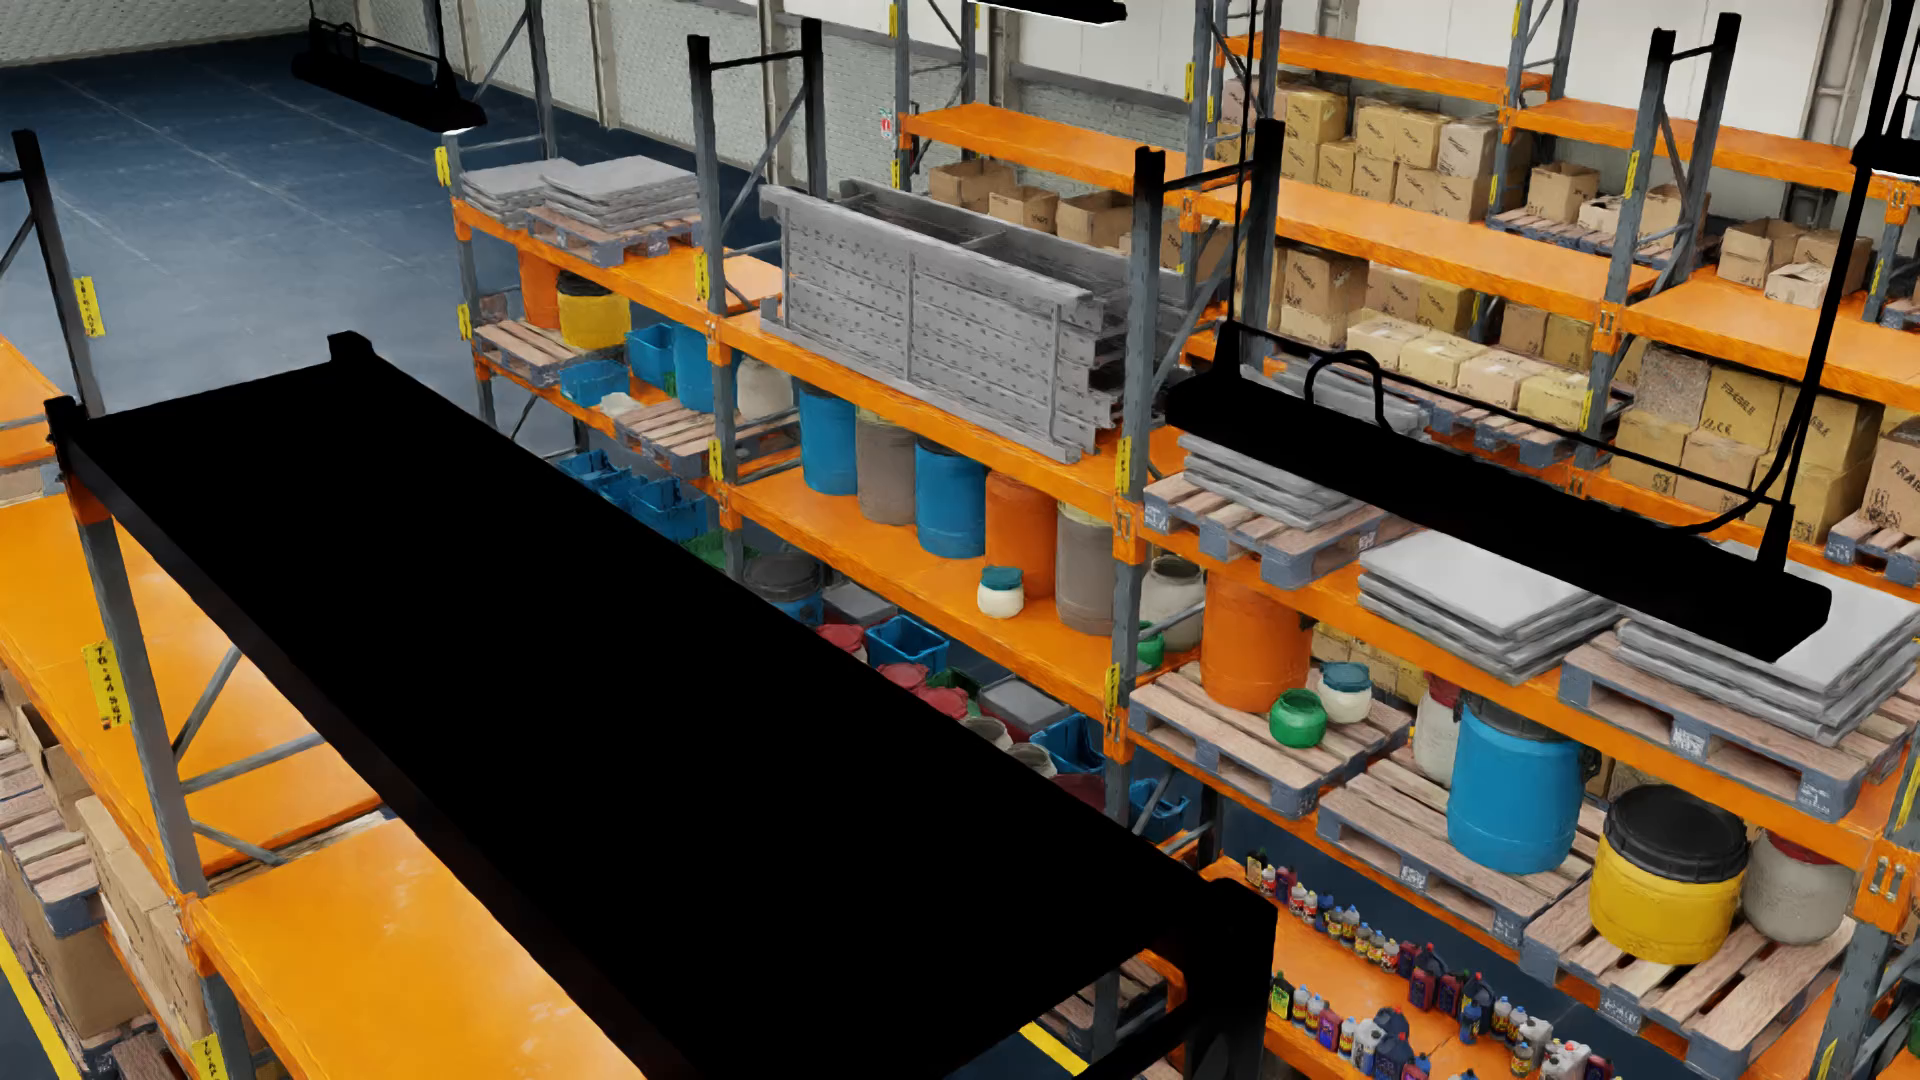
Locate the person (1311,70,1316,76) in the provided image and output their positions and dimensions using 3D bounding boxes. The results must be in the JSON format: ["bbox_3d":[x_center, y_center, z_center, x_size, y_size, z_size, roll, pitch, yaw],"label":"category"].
[{"bbox_3d":[4.115,0.534,12.255,14.094,3.887,14.386,-23,35,-38],"label":"person"}]

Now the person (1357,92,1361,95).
[{"bbox_3d":[-7.077,0.256,12.975,25.167,3.725,15.467,-2,27,-4],"label":"person"}]
